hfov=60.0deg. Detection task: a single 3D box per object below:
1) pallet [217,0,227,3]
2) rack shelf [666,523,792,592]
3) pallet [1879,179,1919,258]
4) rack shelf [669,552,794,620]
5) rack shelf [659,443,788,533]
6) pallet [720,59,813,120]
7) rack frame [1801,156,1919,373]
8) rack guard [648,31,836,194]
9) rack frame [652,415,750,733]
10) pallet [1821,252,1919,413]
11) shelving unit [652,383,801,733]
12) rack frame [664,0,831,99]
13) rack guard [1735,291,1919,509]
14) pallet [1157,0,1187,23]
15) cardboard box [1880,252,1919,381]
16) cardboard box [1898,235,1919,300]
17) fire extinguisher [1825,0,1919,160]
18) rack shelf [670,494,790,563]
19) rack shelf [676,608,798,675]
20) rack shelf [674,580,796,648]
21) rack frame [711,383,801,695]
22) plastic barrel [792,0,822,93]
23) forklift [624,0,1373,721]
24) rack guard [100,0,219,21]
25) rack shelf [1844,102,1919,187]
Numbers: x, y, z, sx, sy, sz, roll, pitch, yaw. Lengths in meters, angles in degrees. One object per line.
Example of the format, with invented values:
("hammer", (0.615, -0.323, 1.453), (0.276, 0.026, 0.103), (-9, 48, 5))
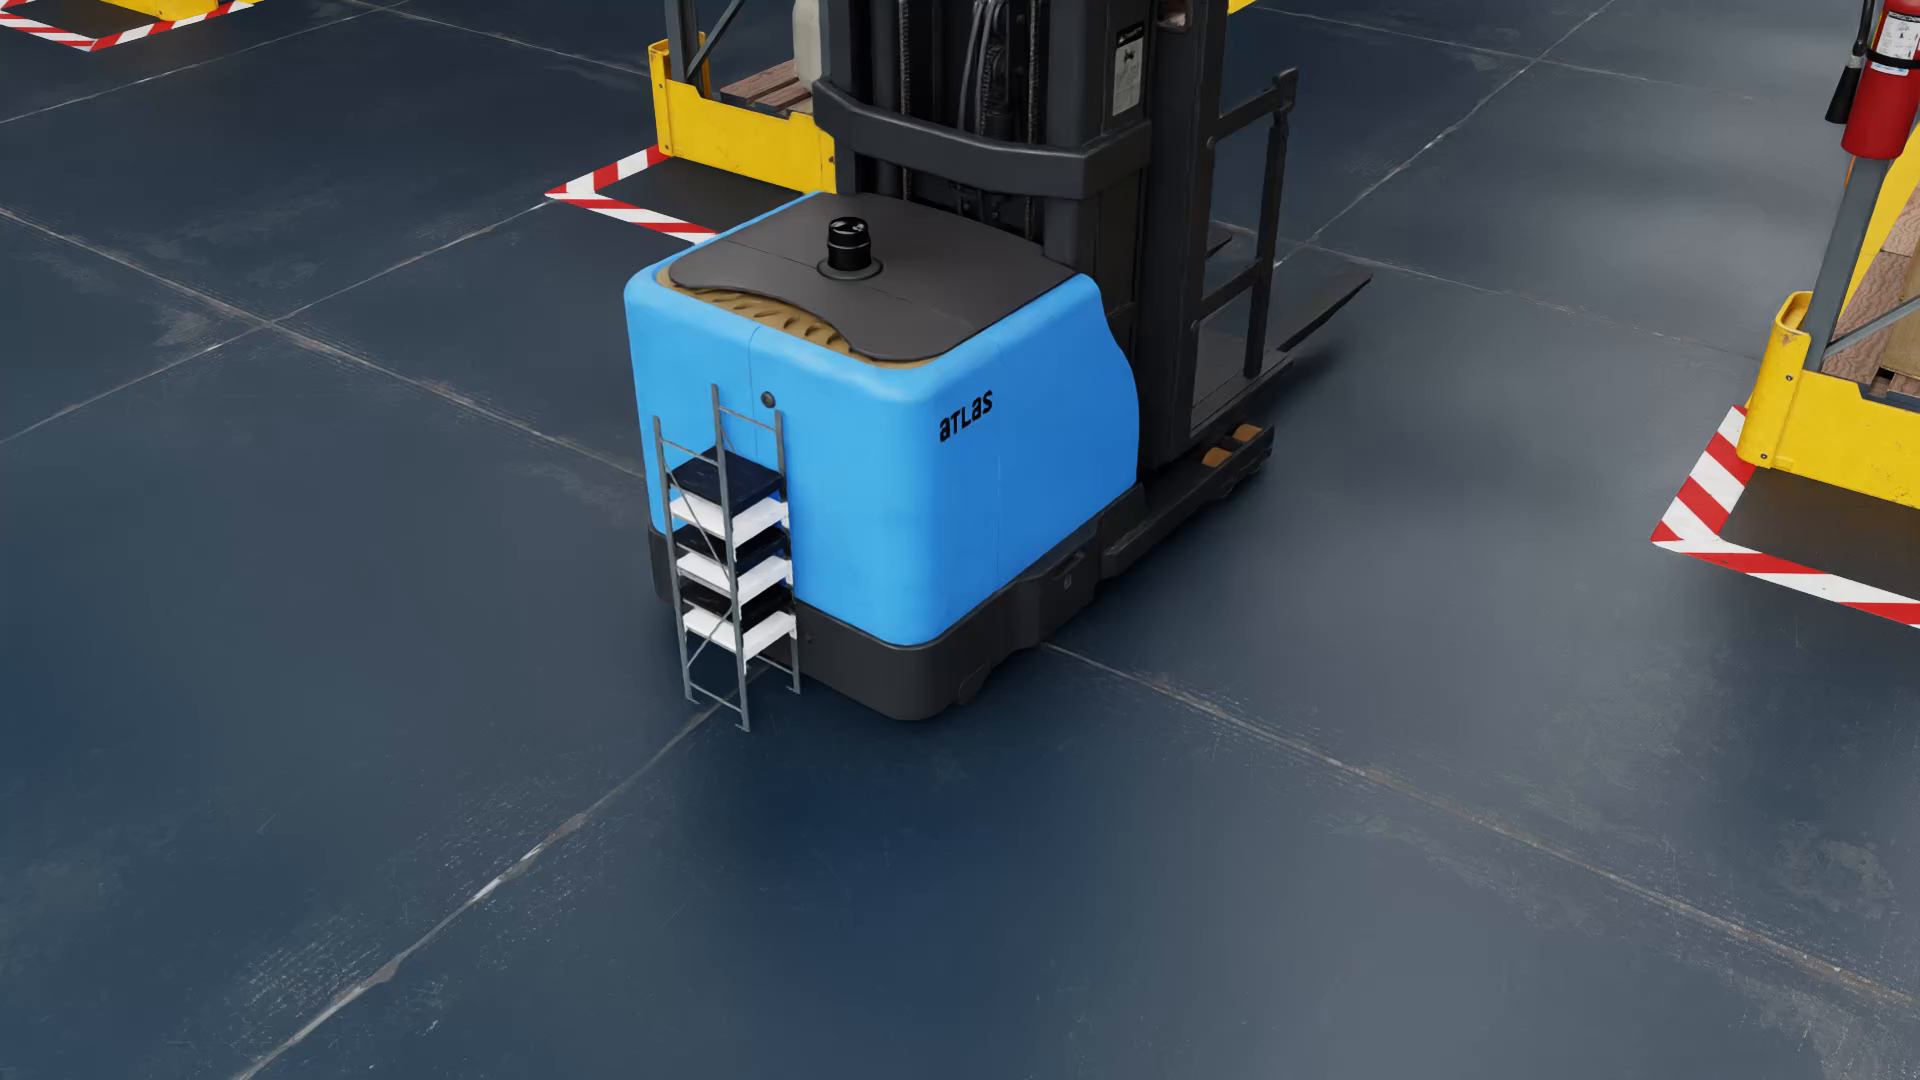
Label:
("pallet", (-4.572, -3.756, 10.616), (1.003, 0.211, 1.213), (21, 39, 28))
("rack shelf", (-0.600, 0.013, 4.326), (0.258, 0.077, 0.200), (23, 40, 30))
("pallet", (4.394, -1.182, 6.809), (1.003, 0.211, 1.213), (21, 39, 28))
("rack shelf", (-0.600, 0.088, 4.376), (0.258, 0.077, 0.200), (23, 40, 30))
("rack shelf", (-0.600, -0.136, 4.225), (0.258, 0.077, 0.200), (23, 40, 30))
("pallet", (-0.434, -2.229, 8.358), (1.003, 0.211, 1.213), (21, 39, 28))
("rack frame", (3.162, -1.380, 4.613), (1.000, 3.000, 0.127), (21, 39, 28))
("rack guard", (-0.902, -1.977, 7.727), (1.175, 0.500, 0.348), (21, 39, 28))
("rack frame", (-0.662, 0.105, 4.291), (0.240, 0.900, 0.006), (23, 40, 30))
("pallet", (3.698, -0.623, 5.982), (1.003, 0.211, 1.213), (21, 39, 28))
("shelving unit", (-0.600, 0.060, 4.358), (0.258, 0.900, 0.210), (23, 40, 30))
("rack frame", (-0.907, -2.962, 6.953), (1.000, 3.000, 0.127), (21, 39, 28))
("rack guard", (3.206, -0.380, 5.365), (1.175, 0.500, 0.348), (21, 39, 28))
("pallet", (0.957, -3.352, 10.019), (1.003, 0.211, 1.213), (21, 39, 28))
("cardboard box", (3.532, -0.801, 5.613), (0.500, 0.500, 0.500), (-29, 43, -35))
("cardboard box", (3.845, -1.087, 6.036), (0.500, 0.500, 0.500), (-25, 41, -32))
("fire extinguisher", (2.718, -1.443, 4.775), (0.296, 0.674, 0.183), (21, 39, 28))
("rack shelf", (-0.600, -0.061, 4.275), (0.258, 0.077, 0.200), (23, 40, 30))
("rack shelf", (-0.600, 0.237, 4.477), (0.258, 0.077, 0.200), (23, 40, 30))
("rack shelf", (-0.600, 0.162, 4.427), (0.258, 0.077, 0.200), (23, 40, 30))
("rack frame", (-0.538, 0.015, 4.424), (0.240, 0.900, 0.006), (23, 40, 30))
("plastic barrel", (-0.594, -2.433, 8.016), (0.421, 0.512, 0.421), (0, 34, 0))
("forklift", (0.395, -1.501, 4.853), (1.130, 2.935, 3.031), (23, 40, 30))
("rack guard", (-4.987, -3.500, 9.979), (1.175, 0.500, 0.348), (21, 39, 28))
("rack shelf", (4.303, -2.003, 6.176), (1.077, 0.370, 4.000), (21, 39, 28))
